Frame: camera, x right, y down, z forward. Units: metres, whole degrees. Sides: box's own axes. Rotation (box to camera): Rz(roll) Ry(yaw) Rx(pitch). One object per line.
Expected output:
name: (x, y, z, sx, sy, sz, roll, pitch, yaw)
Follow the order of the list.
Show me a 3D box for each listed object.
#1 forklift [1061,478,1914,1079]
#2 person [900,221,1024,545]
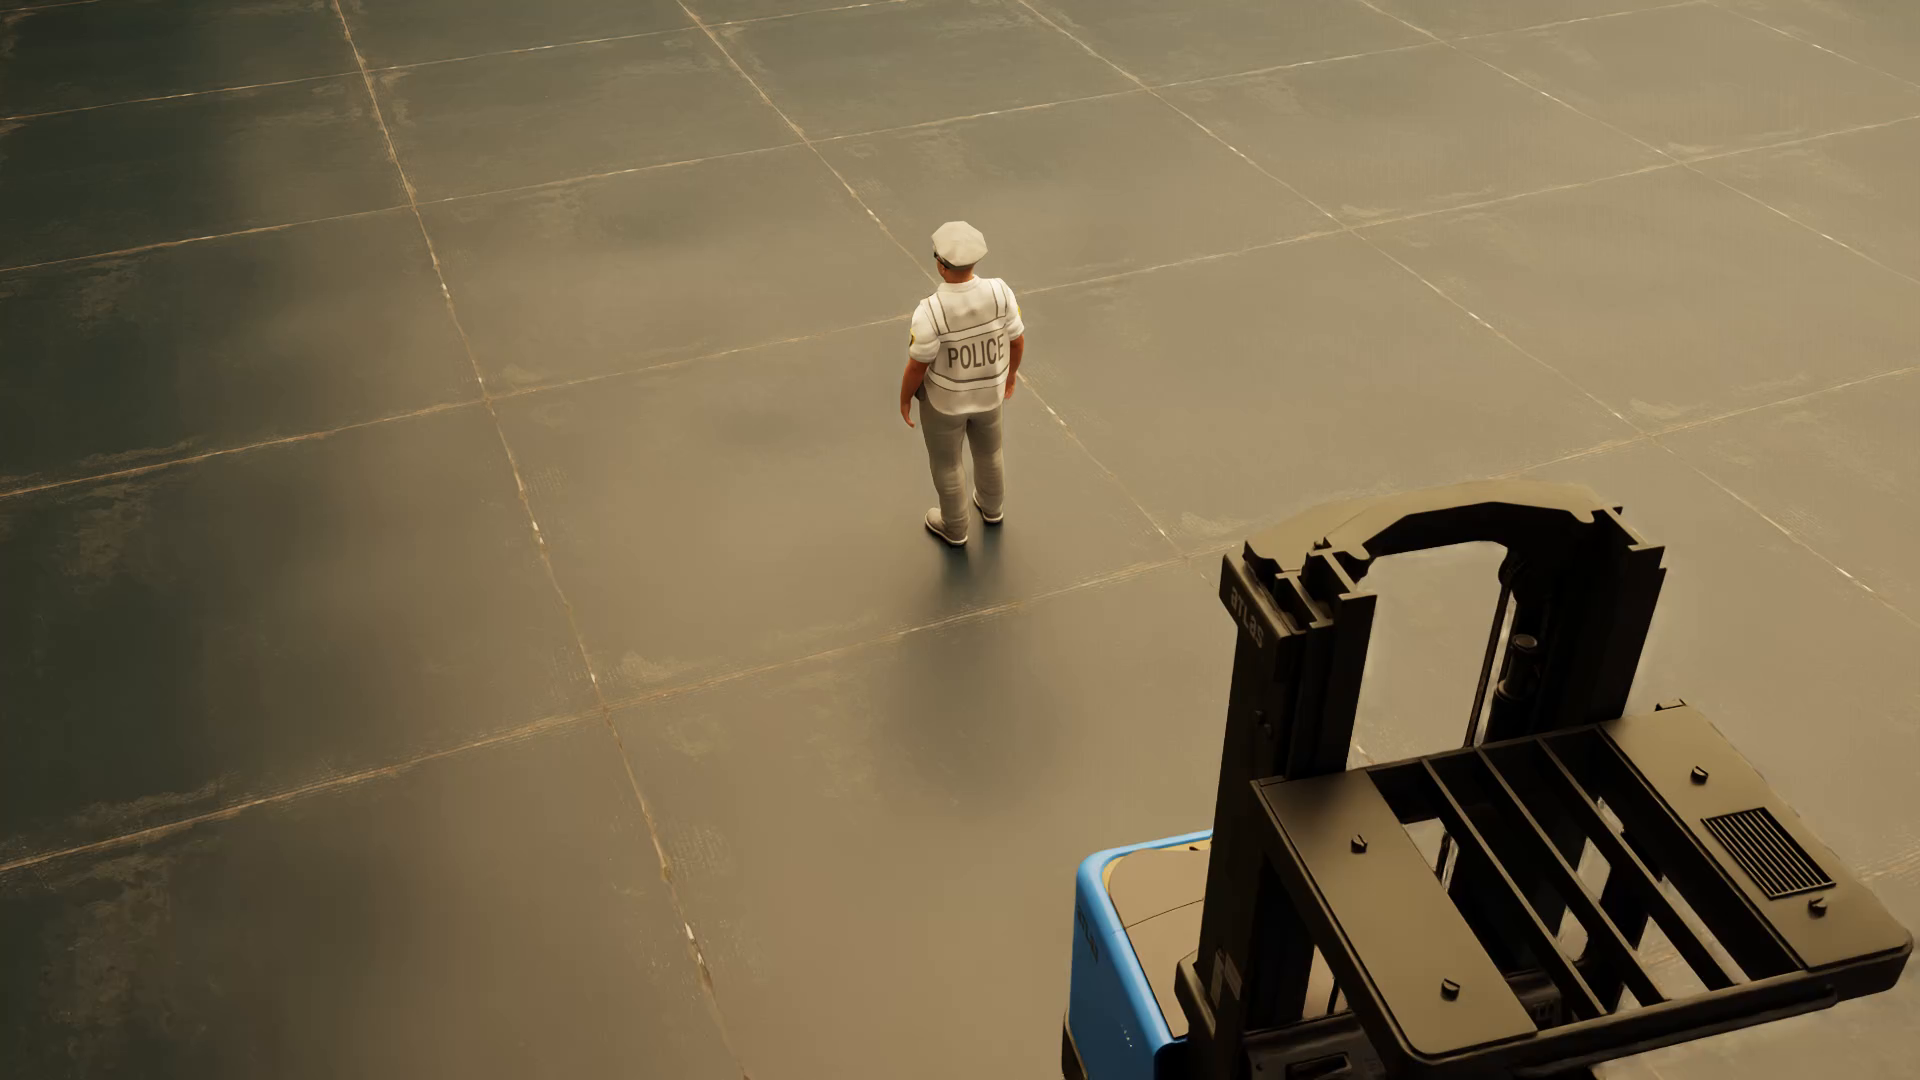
forklift: (1.227, 1.449, 4.060, 1.130, 2.935, 3.031, -9, 36, -12)
person: (-0.019, -0.776, 8.169, 0.640, 1.781, 0.575, -14, 38, -19)
